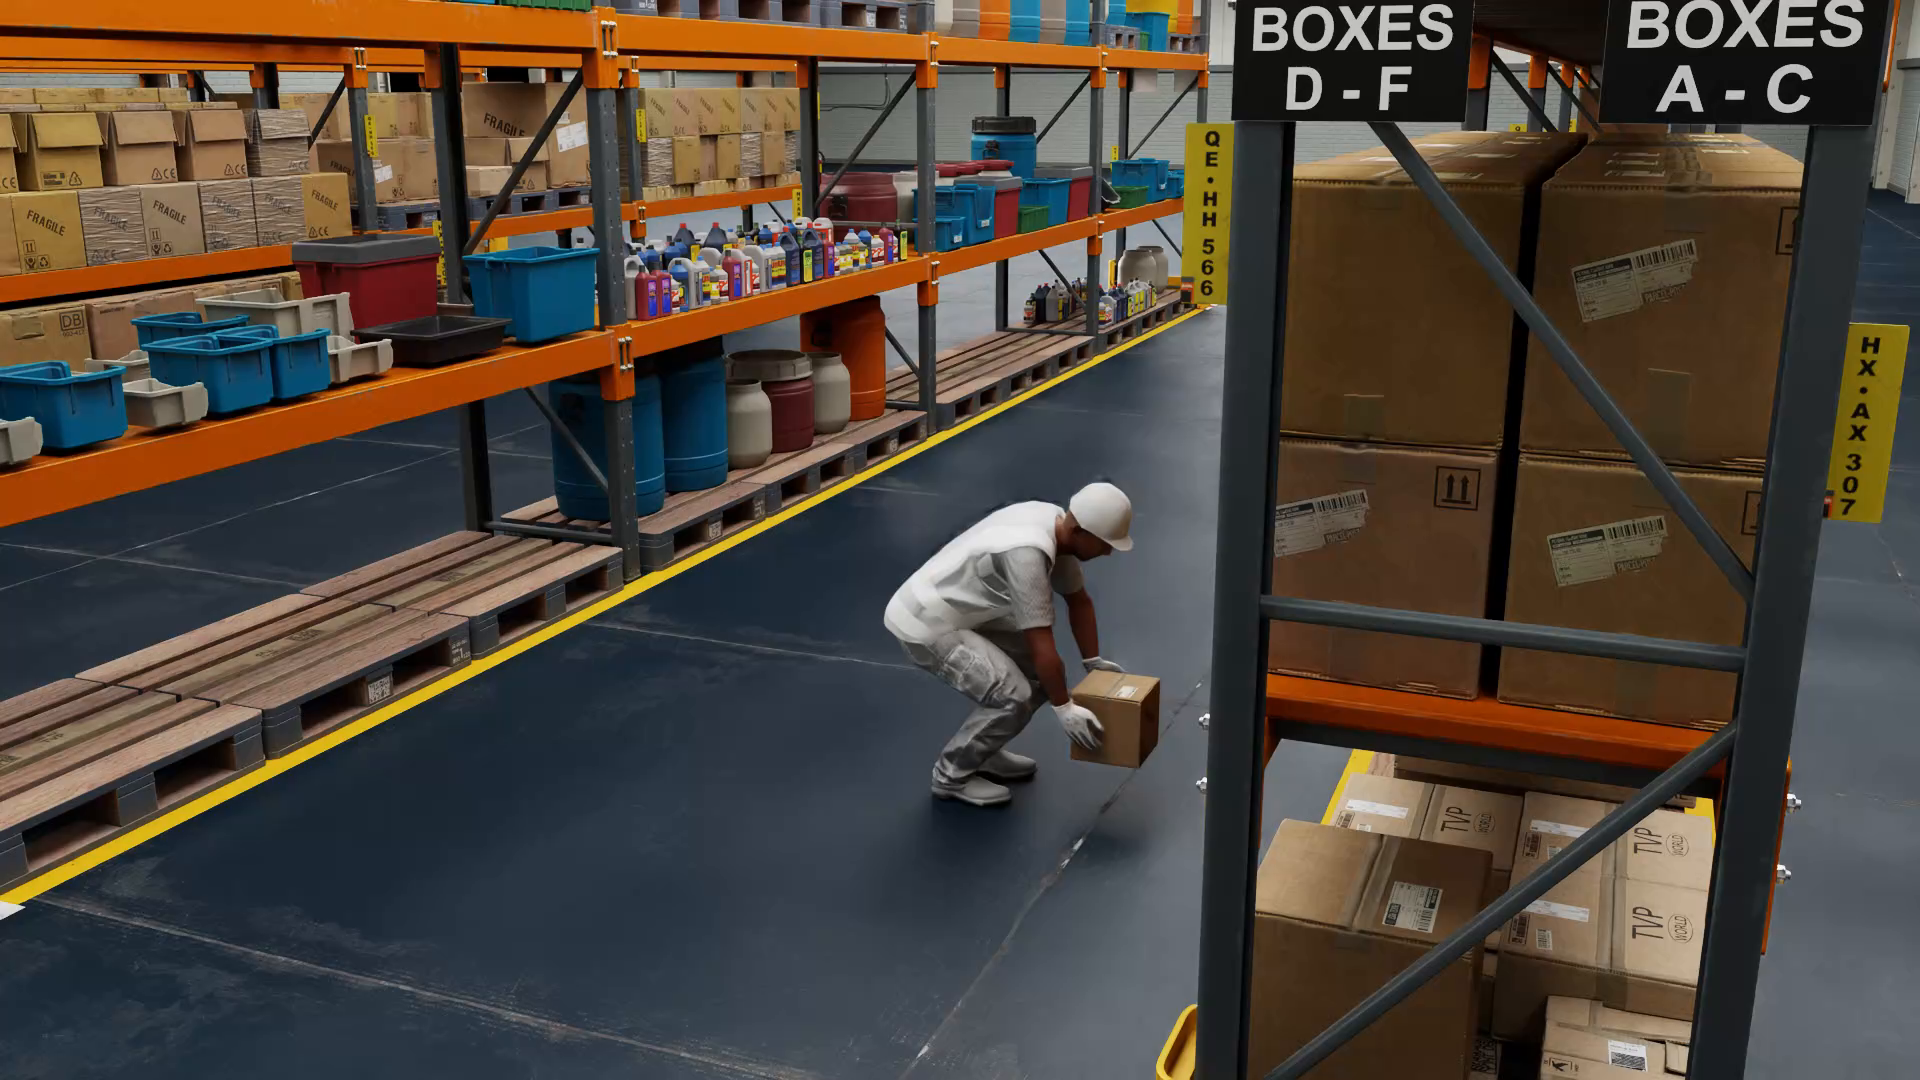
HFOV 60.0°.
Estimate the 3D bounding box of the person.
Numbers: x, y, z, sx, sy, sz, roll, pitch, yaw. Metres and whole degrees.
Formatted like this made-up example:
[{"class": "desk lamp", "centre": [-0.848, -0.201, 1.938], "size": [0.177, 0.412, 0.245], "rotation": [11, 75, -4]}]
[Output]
[{"class": "person", "centre": [0.182, 0.335, 5.951], "size": [0.858, 1.157, 0.593], "rotation": [6, 16, 21]}]
